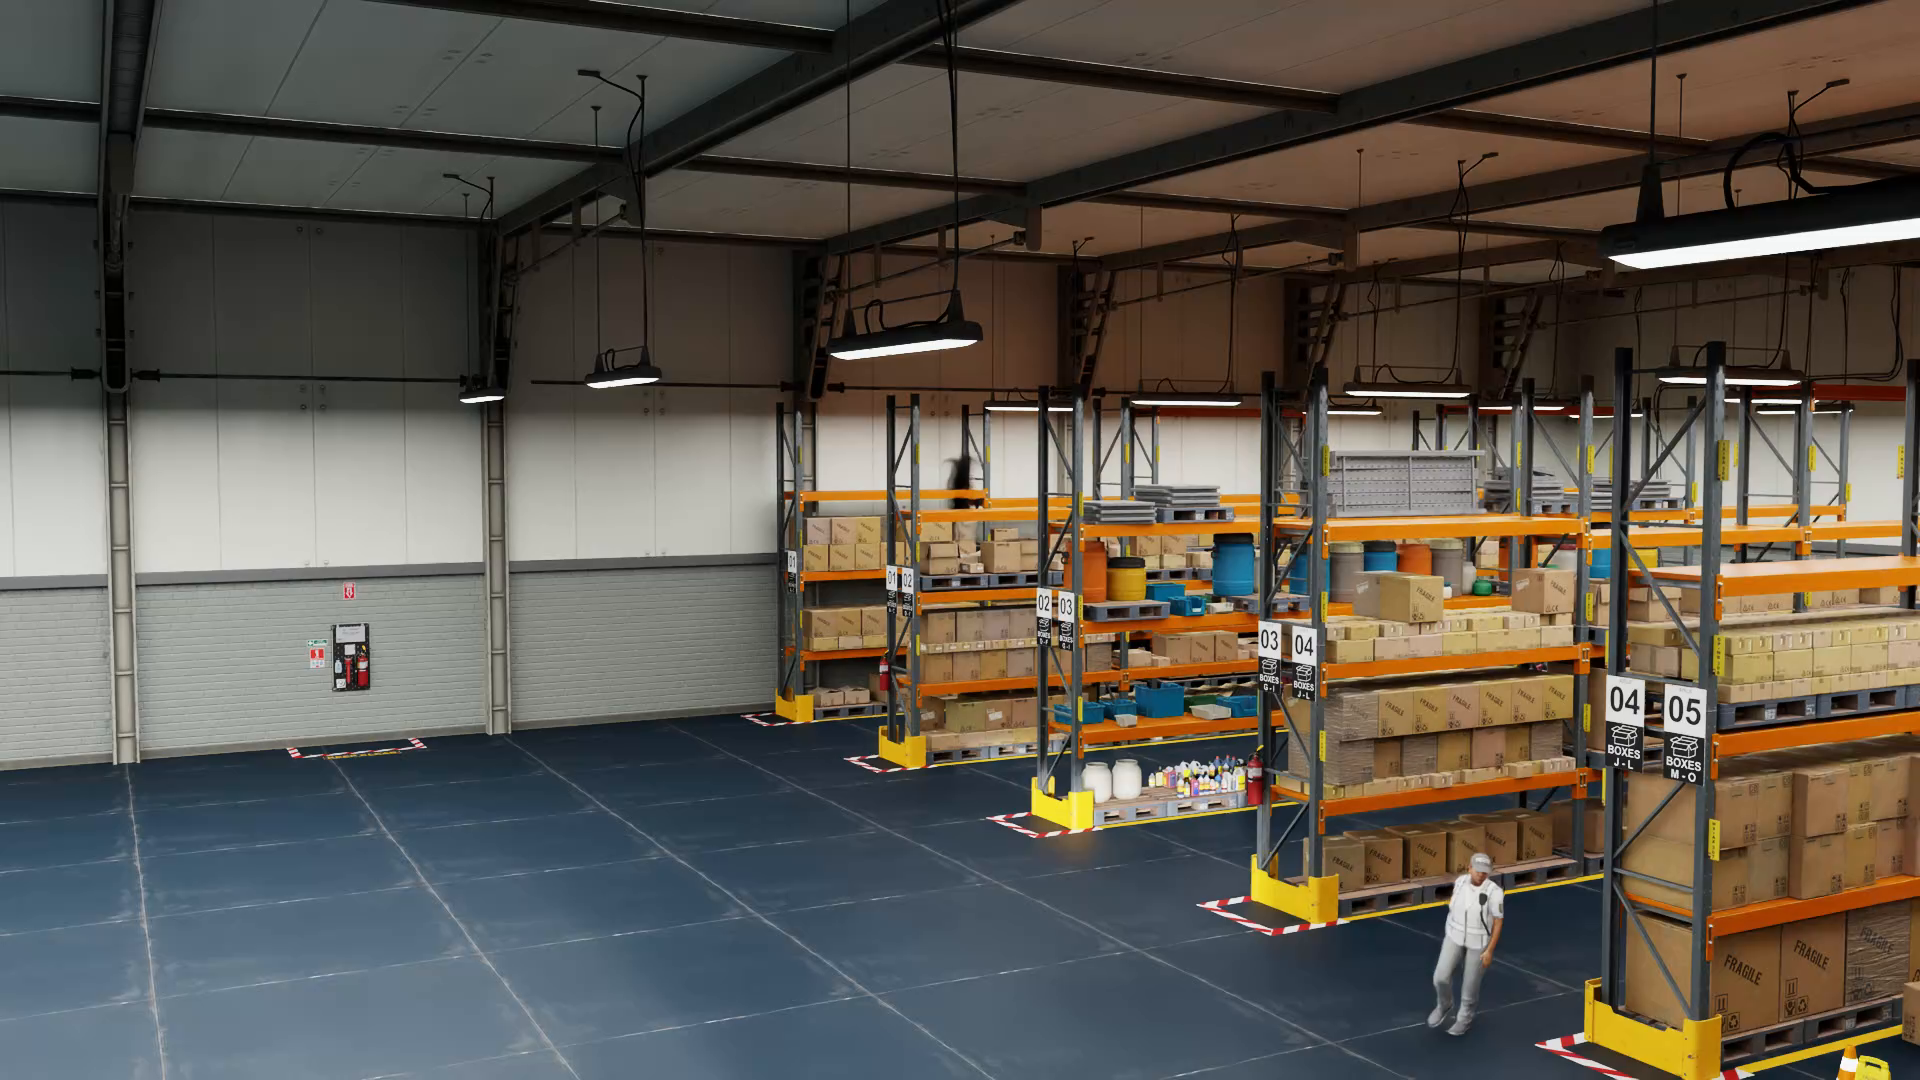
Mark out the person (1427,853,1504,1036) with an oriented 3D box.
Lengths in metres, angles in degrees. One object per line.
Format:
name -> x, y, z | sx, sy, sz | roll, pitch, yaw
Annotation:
person -> 4.401, 3.519, 14.493 | 0.647, 1.648, 0.501 | 2, 4, 31

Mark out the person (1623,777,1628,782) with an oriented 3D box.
person -> 9.965, 2.869, 25.220 | 0.761, 1.736, 0.752 | -2, 4, -31
